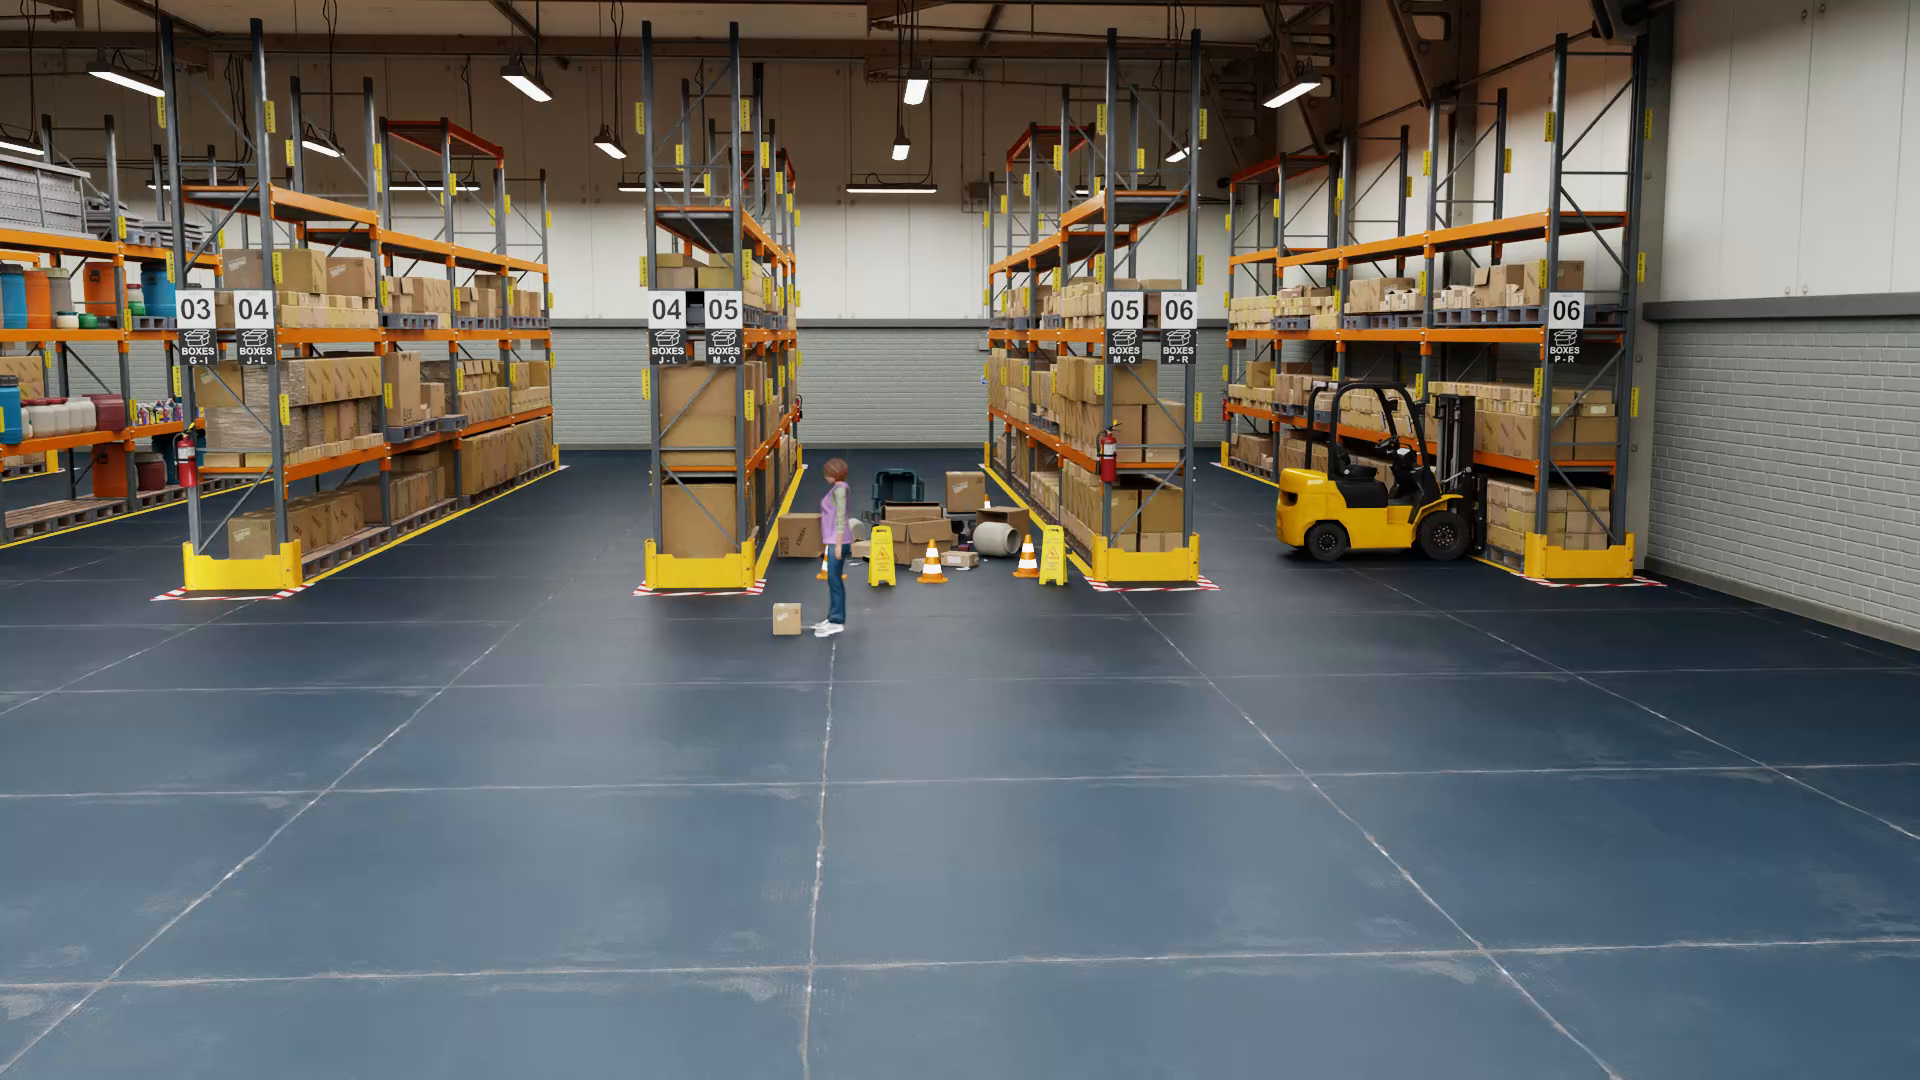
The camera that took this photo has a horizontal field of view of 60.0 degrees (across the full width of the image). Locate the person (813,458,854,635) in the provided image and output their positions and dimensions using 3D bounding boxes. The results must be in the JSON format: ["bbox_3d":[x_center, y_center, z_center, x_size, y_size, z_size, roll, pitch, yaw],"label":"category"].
[{"bbox_3d":[-1.170,0.053,15.309,0.384,1.613,0.440,0,7,-2],"label":"person"}]
